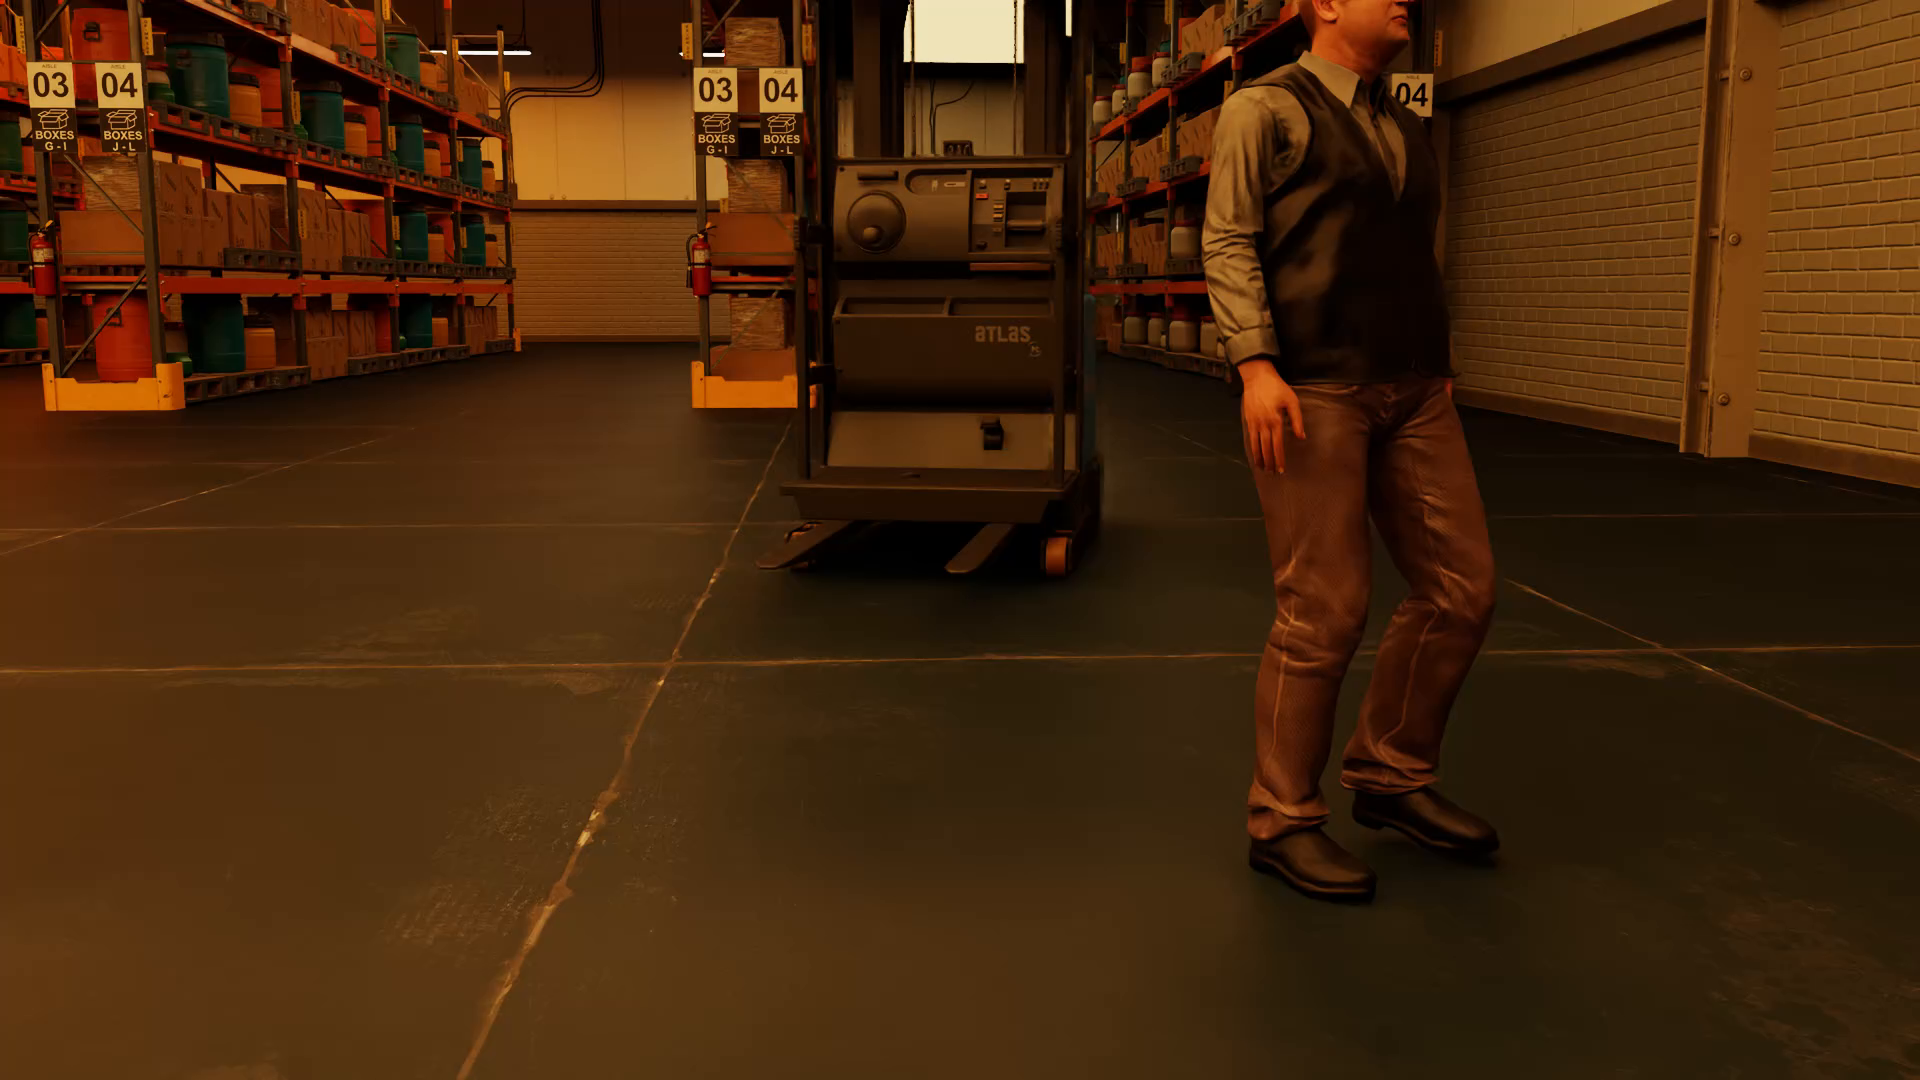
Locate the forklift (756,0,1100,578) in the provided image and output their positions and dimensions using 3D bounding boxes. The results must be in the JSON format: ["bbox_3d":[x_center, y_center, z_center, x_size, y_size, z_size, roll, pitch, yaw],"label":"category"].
[{"bbox_3d":[-0.077,-1.357,6.472,1.130,2.935,3.031,1,9,9],"label":"forklift"}]

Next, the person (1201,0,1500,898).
[{"bbox_3d":[0.752,-0.249,3.126,0.616,1.722,0.491,-6,10,-35],"label":"person"}]
